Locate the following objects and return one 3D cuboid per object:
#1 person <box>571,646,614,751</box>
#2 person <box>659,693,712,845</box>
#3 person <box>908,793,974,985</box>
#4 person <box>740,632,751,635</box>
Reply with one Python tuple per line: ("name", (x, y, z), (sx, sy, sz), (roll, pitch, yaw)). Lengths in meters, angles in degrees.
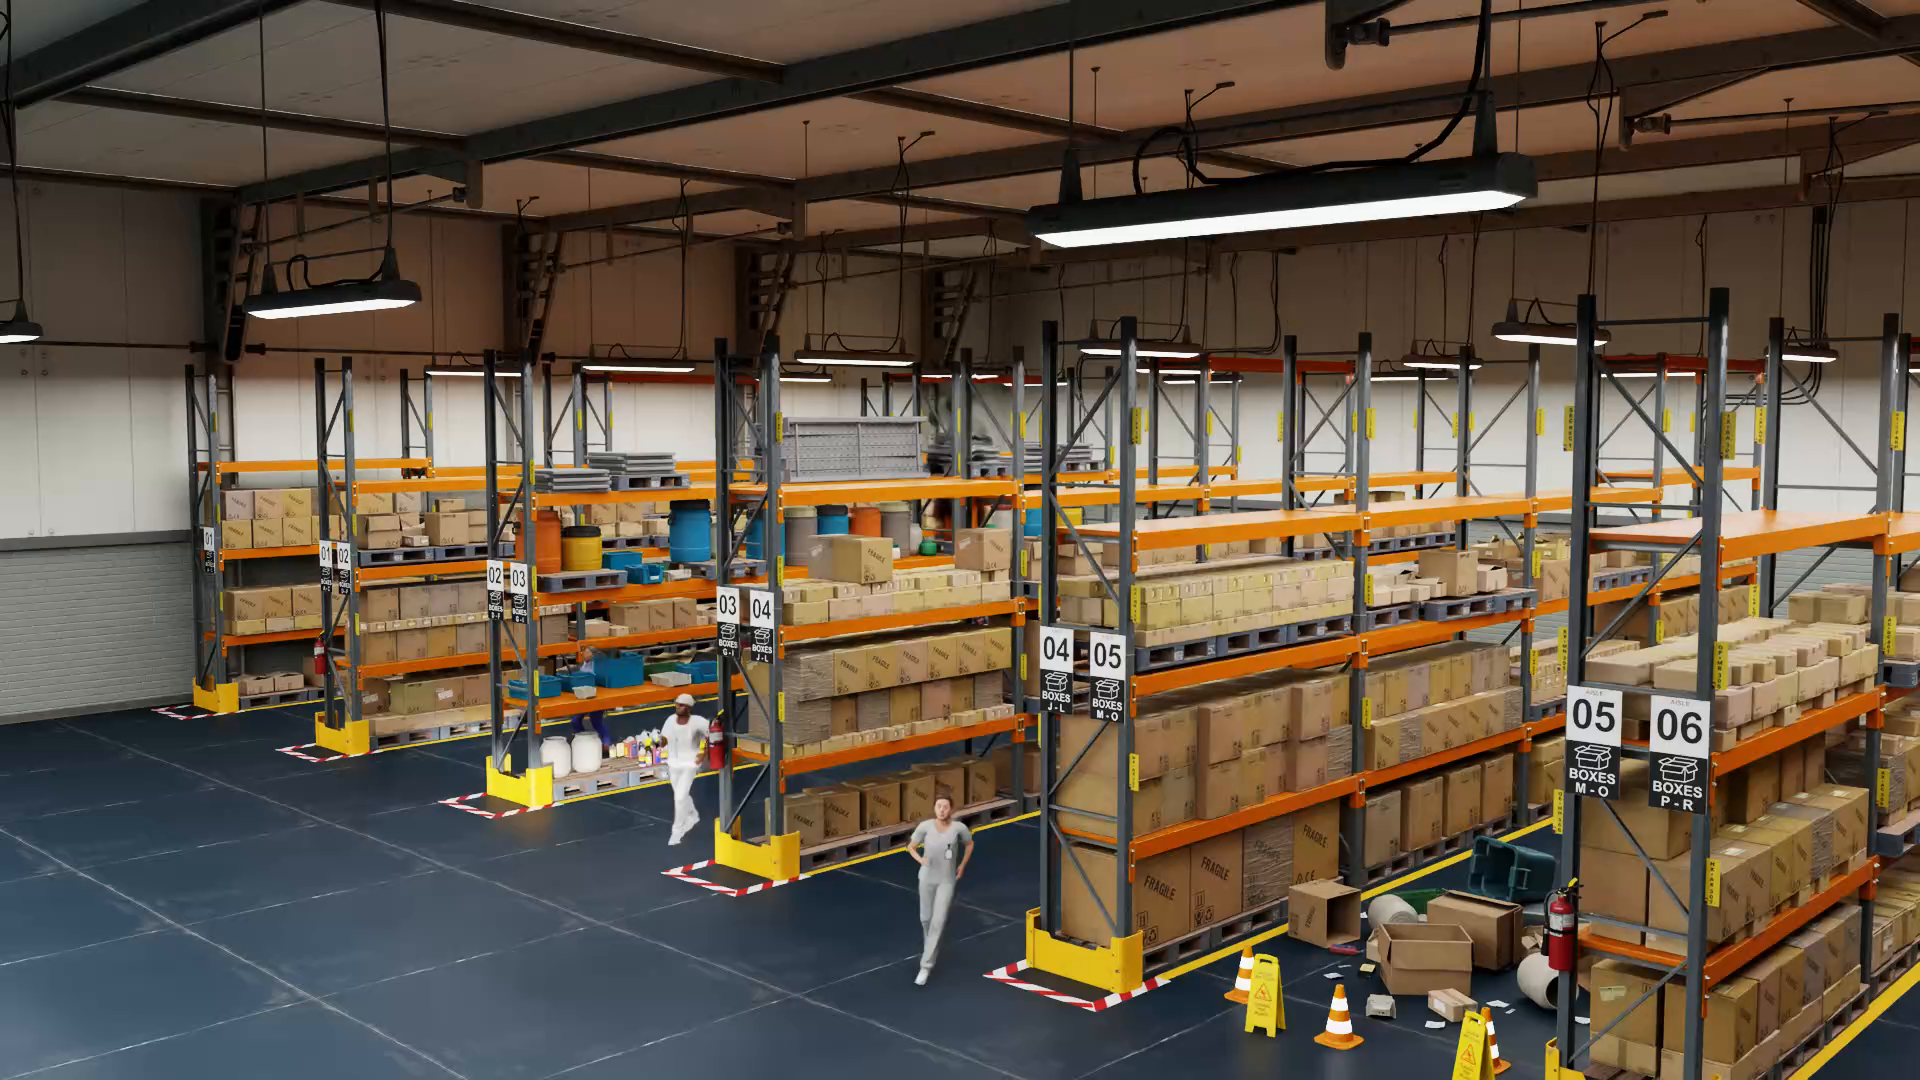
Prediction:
("person", (-5.558, 2.441, 25.023), (0.587, 1.711, 0.691), (3, 6, 37))
("person", (-3.315, 2.761, 20.125), (0.708, 1.848, 0.714), (2, 5, 28))
("person", (-0.185, 3.148, 15.293), (0.594, 1.662, 0.907), (1, 4, 9))
("person", (-4.472, 1.750, 33.861), (0.574, 1.697, 0.700), (2, 5, 29))
